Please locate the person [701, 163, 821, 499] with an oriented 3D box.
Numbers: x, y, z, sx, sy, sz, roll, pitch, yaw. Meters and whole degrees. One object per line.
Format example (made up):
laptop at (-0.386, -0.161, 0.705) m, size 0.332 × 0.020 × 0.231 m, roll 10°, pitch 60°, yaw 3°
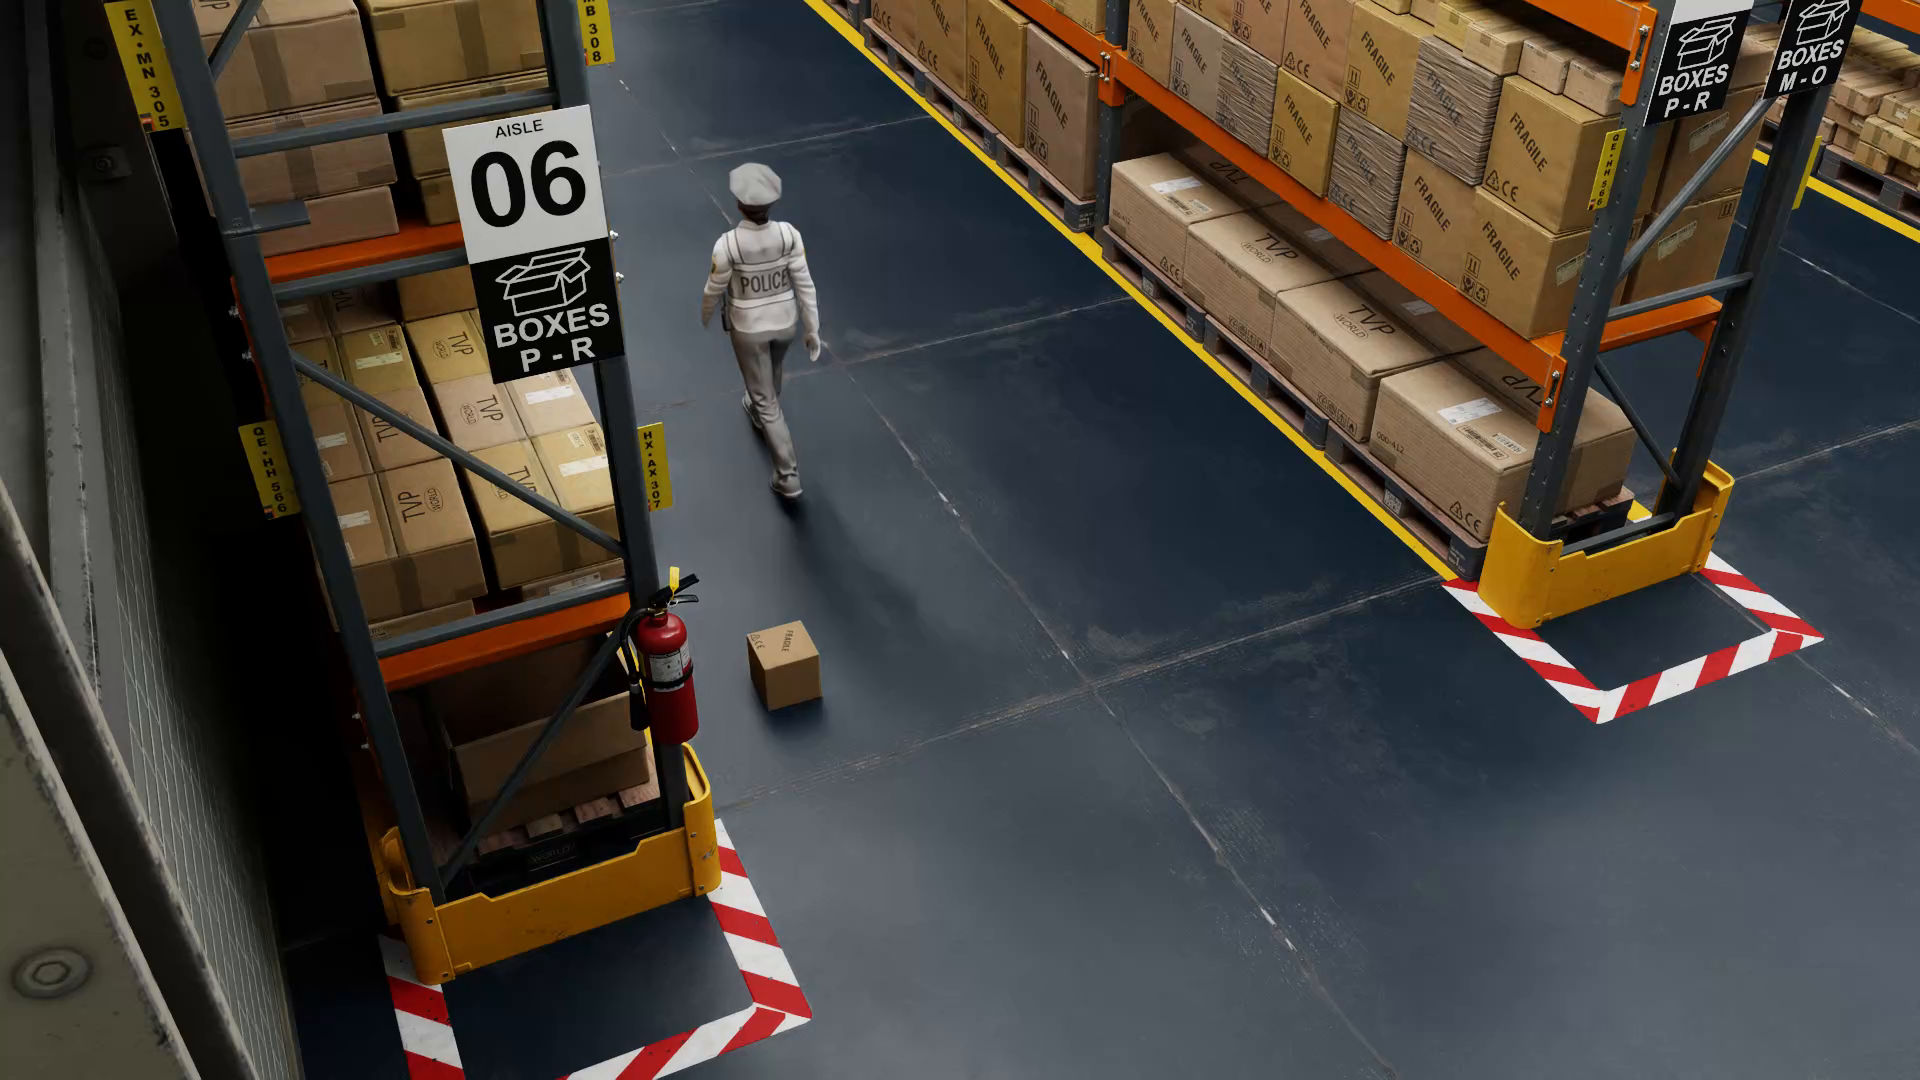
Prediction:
person at (-1.002, -1.095, 8.246) m, size 0.506 × 1.631 × 1.025 m, roll -18°, pitch 41°, yaw -22°
